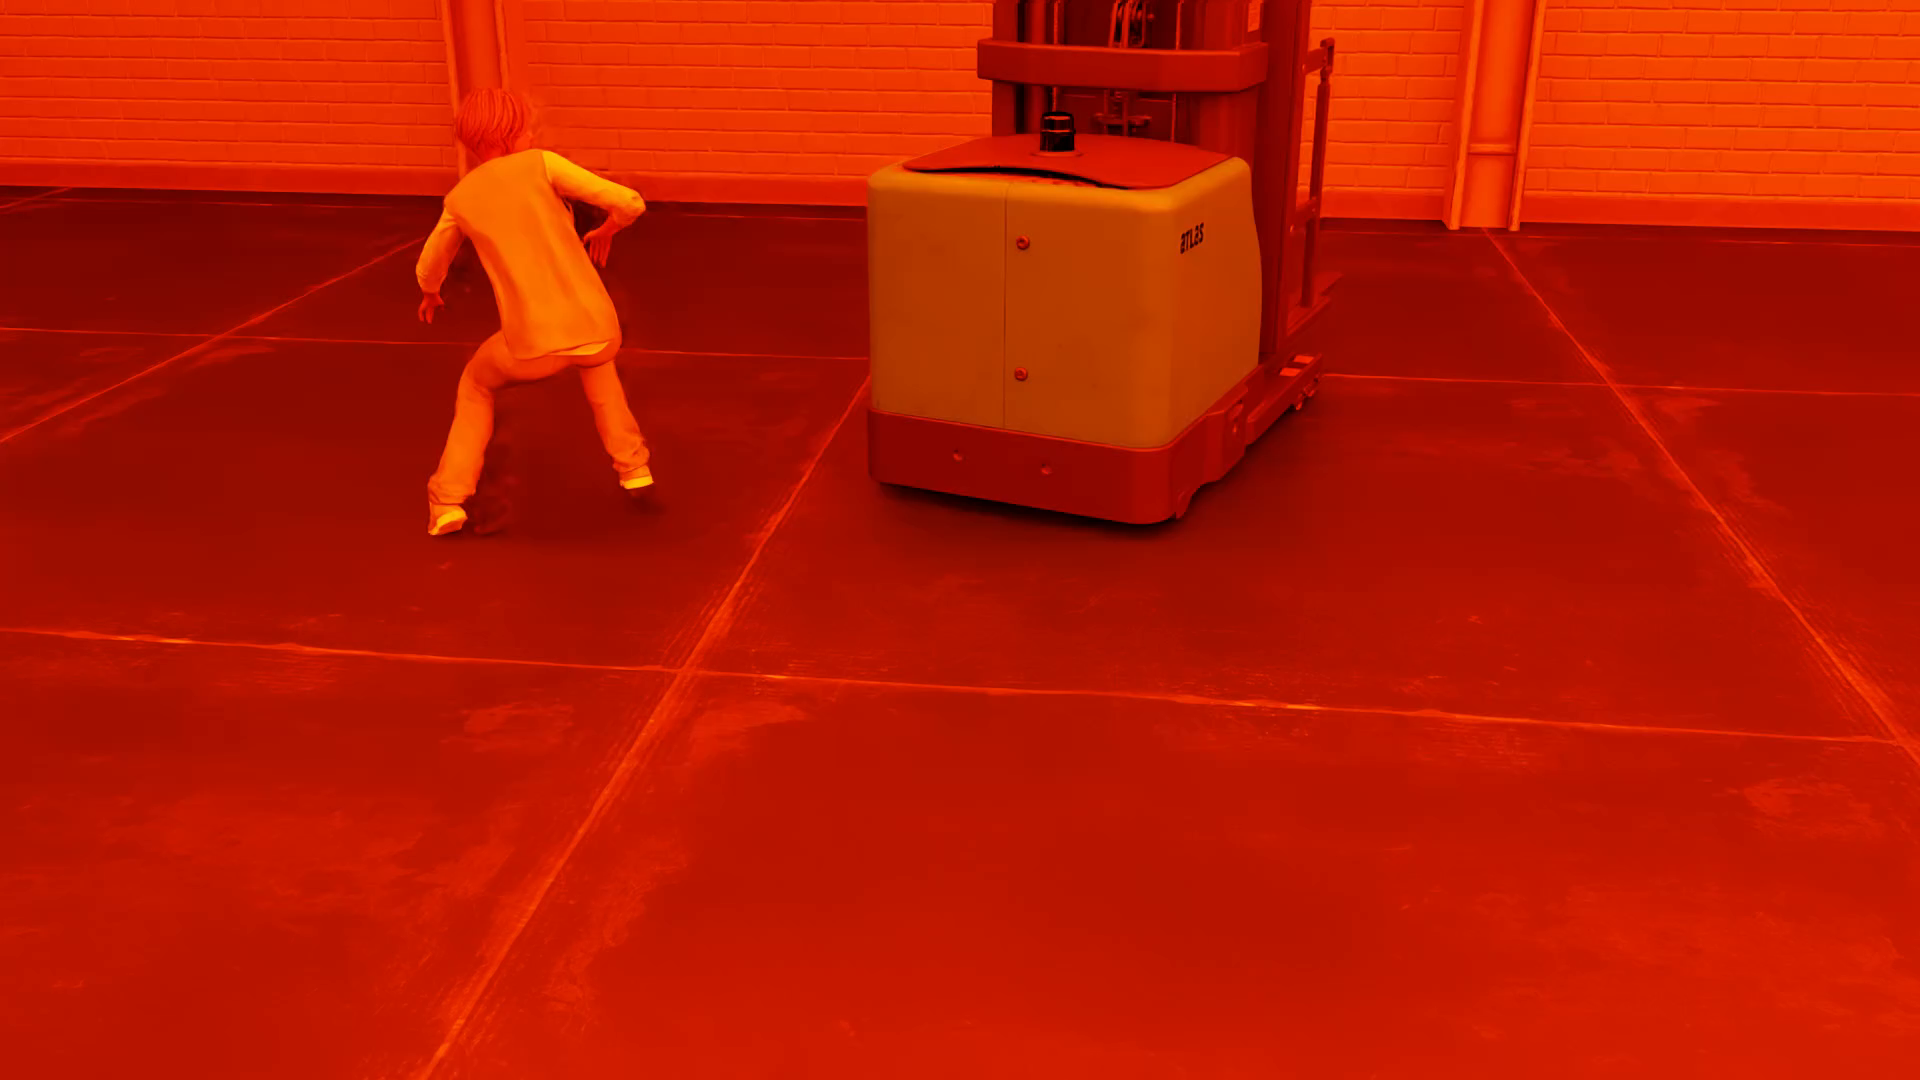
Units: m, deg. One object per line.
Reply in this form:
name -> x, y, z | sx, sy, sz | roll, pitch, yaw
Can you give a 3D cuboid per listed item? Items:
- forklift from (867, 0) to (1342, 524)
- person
forklift -> 0.788, -1.922, 6.026 | 1.130, 2.935, 3.031 | 10, 24, 24
person -> -1.344, -0.695, 5.149 | 0.736, 1.370, 0.765 | -7, 23, -17
